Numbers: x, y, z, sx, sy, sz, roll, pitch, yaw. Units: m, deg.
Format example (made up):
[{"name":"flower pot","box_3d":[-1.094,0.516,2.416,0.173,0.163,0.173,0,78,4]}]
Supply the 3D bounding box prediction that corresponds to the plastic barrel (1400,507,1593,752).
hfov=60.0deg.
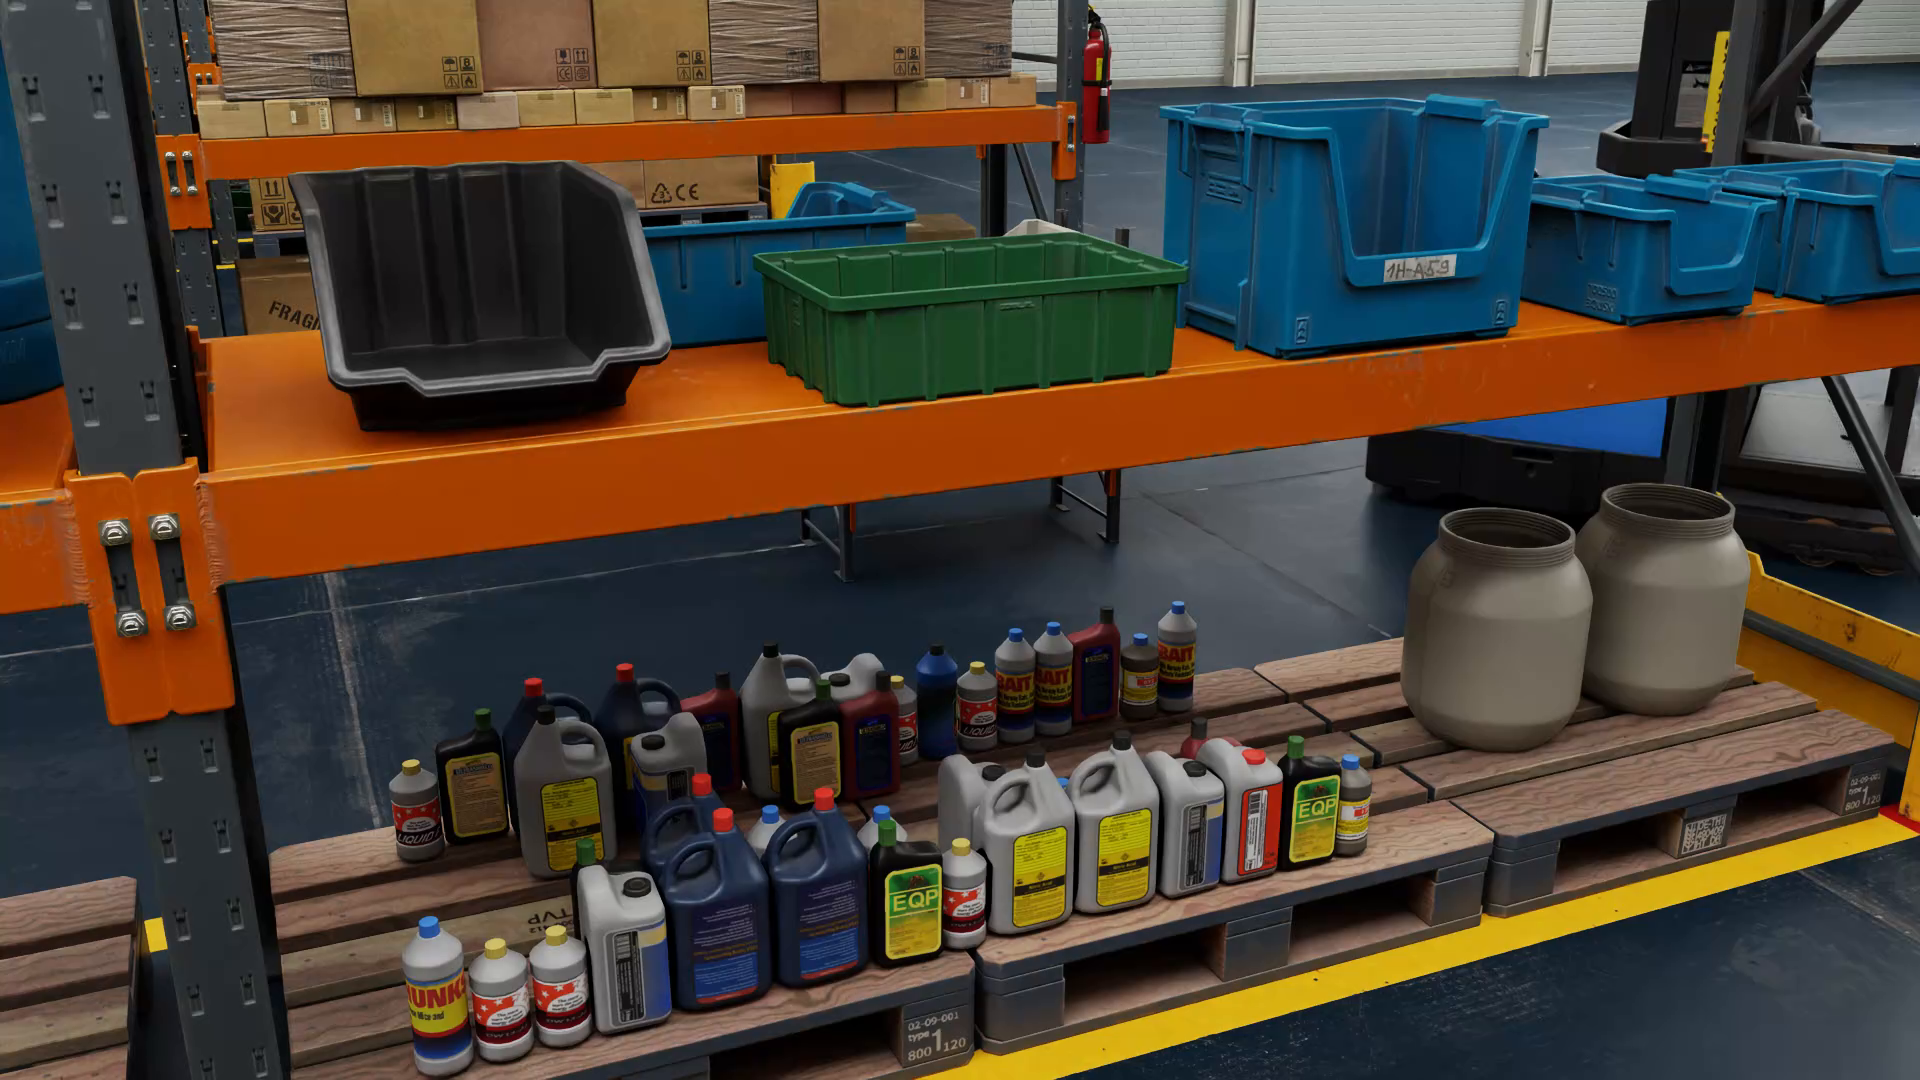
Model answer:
[{"name":"plastic barrel","box_3d":[1.293,0.212,4.016,0.421,0.512,0.421,0,19,0]}]

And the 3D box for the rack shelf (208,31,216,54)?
[{"name":"rack shelf","box_3d":[-5.397,-4.869,16.417,4.000,0.370,1.077,-8,21,-22]}]

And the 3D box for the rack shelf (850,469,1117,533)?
[{"name":"rack shelf","box_3d":[-0.006,-0.299,5.914,1.000,0.278,0.538,-8,21,-22]}]

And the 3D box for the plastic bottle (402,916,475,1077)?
[{"name":"plastic bottle","box_3d":[-0.880,0.759,2.797,0.097,0.271,0.097,0,19,0]}]

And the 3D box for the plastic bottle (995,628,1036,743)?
[{"name":"plastic bottle","box_3d":[0.132,0.342,3.979,0.097,0.271,0.097,0,19,0]}]

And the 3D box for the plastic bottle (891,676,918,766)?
[{"name":"plastic bottle","box_3d":[-0.148,0.415,3.877,0.097,0.201,0.097,0,19,0]}]

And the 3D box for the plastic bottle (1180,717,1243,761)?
[{"name":"plastic bottle","box_3d":[0.529,0.503,3.506,0.133,0.283,0.061,-8,21,-22]}]

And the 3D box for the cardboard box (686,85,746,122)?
[{"name":"cardboard box","box_3d":[-1.151,-2.001,7.567,0.250,0.149,0.380,-8,21,-22]}]

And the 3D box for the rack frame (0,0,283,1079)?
[{"name":"rack frame","box_3d":[-1.346,-0.413,2.677,0.127,3.000,1.000,-8,21,-22]}]

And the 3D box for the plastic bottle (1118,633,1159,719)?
[{"name":"plastic bottle","box_3d":[0.444,0.331,4.117,0.097,0.201,0.097,0,19,0]}]

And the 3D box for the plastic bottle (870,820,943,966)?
[{"name":"plastic bottle","box_3d":[-0.099,0.648,3.094,0.133,0.283,0.061,-7,21,-20]}]

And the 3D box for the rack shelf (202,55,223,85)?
[{"name":"rack shelf","box_3d":[-3.343,-3.373,12.167,4.000,0.370,1.077,-8,21,-22]}]

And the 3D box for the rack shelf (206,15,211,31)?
[{"name":"rack shelf","box_3d":[-7.366,-6.382,20.714,4.000,0.370,1.077,-8,21,-22]}]

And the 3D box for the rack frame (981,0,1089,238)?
[{"name":"rack frame","box_3d":[0.365,-2.449,8.461,0.127,3.000,1.000,-8,21,-22]}]

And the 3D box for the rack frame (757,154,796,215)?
[{"name":"rack frame","box_3d":[-1.507,-3.975,12.795,0.127,3.000,1.000,-8,21,-22]}]

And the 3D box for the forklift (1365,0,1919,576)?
[{"name":"forklift","box_3d":[3.131,-1.460,5.755,3.031,2.935,1.130,10,22,26]}]

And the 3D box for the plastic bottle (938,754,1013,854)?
[{"name":"plastic bottle","box_3d":[0.041,0.562,3.347,0.135,0.276,0.152,-8,21,-22]}]

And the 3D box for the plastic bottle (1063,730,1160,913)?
[{"name":"plastic bottle","box_3d":[0.294,0.544,3.285,0.185,0.351,0.144,-7,21,-20]}]

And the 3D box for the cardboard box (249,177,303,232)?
[{"name":"cardboard box","box_3d":[-4.575,-2.706,11.758,0.875,0.875,0.875,-8,21,-21]}]

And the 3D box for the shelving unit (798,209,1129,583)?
[{"name":"shelving unit","box_3d":[-0.006,-0.530,5.833,1.048,1.125,0.538,-8,21,-22]}]

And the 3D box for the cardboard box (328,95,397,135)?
[{"name":"cardboard box","box_3d":[-2.538,-1.811,7.028,0.250,0.149,0.380,-8,21,-22]}]

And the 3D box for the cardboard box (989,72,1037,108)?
[{"name":"cardboard box","box_3d":[0.185,-2.230,8.218,0.250,0.149,0.380,-8,21,-22]}]

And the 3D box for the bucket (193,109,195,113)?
[{"name":"bucket","box_3d":[-5.968,-3.343,13.639,0.620,0.611,0.726,-11,20,0]}]

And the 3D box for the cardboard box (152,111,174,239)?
[{"name":"cardboard box","box_3d":[-5.714,-2.477,11.295,0.750,0.750,1.050,-8,21,-22]}]

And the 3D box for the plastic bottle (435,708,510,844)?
[{"name":"plastic bottle","box_3d":[-1.035,0.497,3.521,0.133,0.283,0.061,-7,21,-19]}]

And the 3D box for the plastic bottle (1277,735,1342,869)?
[{"name":"plastic bottle","box_3d":[0.714,0.531,3.425,0.133,0.283,0.061,-8,21,-21]}]

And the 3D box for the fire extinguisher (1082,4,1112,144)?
[{"name":"fire extinguisher","box_3d":[0.653,-2.287,8.118,0.183,0.674,0.296,-8,21,-22]}]

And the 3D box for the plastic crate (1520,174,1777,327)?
[{"name":"plastic crate","box_3d":[1.387,-0.628,3.513,0.408,0.251,0.499,-8,21,-22]}]

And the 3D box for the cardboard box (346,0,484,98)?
[{"name":"cardboard box","box_3d":[-2.397,-2.206,7.172,0.500,0.500,0.875,-8,21,-22]}]

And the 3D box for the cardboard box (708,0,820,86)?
[{"name":"cardboard box","box_3d":[-1.039,-2.418,7.774,0.500,0.500,0.875,-8,21,-22]}]

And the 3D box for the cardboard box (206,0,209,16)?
[{"name":"cardboard box","box_3d":[-8.692,-6.484,19.771,0.500,0.500,0.500,-9,21,-23]}]

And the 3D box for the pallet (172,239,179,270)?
[{"name":"pallet","box_3d":[-5.858,-2.009,11.410,1.213,0.211,1.003,-8,21,-22]}]

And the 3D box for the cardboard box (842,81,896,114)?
[{"name":"cardboard box","box_3d":[-0.490,-2.121,7.907,0.250,0.149,0.380,-8,21,-22]}]

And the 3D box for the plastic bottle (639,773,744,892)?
[{"name":"plastic bottle","box_3d":[-0.498,0.606,3.111,0.185,0.351,0.144,-8,21,-22]}]

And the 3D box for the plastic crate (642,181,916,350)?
[{"name":"plastic crate","box_3d":[-0.437,-0.571,3.351,0.616,0.251,0.499,-8,21,-22]}]

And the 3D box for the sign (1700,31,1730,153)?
[{"name":"sign","box_3d":[2.113,-1.238,4.604,0.005,0.325,0.100,-8,21,-22]}]

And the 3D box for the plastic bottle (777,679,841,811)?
[{"name":"plastic bottle","box_3d":[-0.332,0.449,3.659,0.133,0.283,0.061,-8,21,-22]}]

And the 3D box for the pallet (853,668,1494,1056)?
[{"name":"pallet","box_3d":[0.409,0.665,3.815,1.213,0.211,1.003,-8,21,-22]}]

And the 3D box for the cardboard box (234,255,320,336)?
[{"name":"cardboard box","box_3d":[-2.925,-0.982,7.427,0.500,0.500,0.500,-9,21,-24]}]

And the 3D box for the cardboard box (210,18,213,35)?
[{"name":"cardboard box","box_3d":[-6.817,-4.770,15.432,0.250,0.149,0.380,-8,21,-22]}]

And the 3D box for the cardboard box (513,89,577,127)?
[{"name":"cardboard box","box_3d":[-1.853,-1.913,7.317,0.250,0.149,0.380,-8,21,-22]}]

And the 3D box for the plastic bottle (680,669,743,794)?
[{"name":"plastic bottle","box_3d":[-0.560,0.429,3.714,0.133,0.283,0.061,-7,20,-18]}]

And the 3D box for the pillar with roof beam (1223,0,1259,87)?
[{"name":"pillar with roof beam","box_3d":[6.197,-10.263,21.621,0.400,9.000,9.100,-8,21,-22]}]

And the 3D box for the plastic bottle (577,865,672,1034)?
[{"name":"plastic bottle","box_3d":[-0.594,0.705,2.941,0.135,0.276,0.152,-7,21,-20]}]
